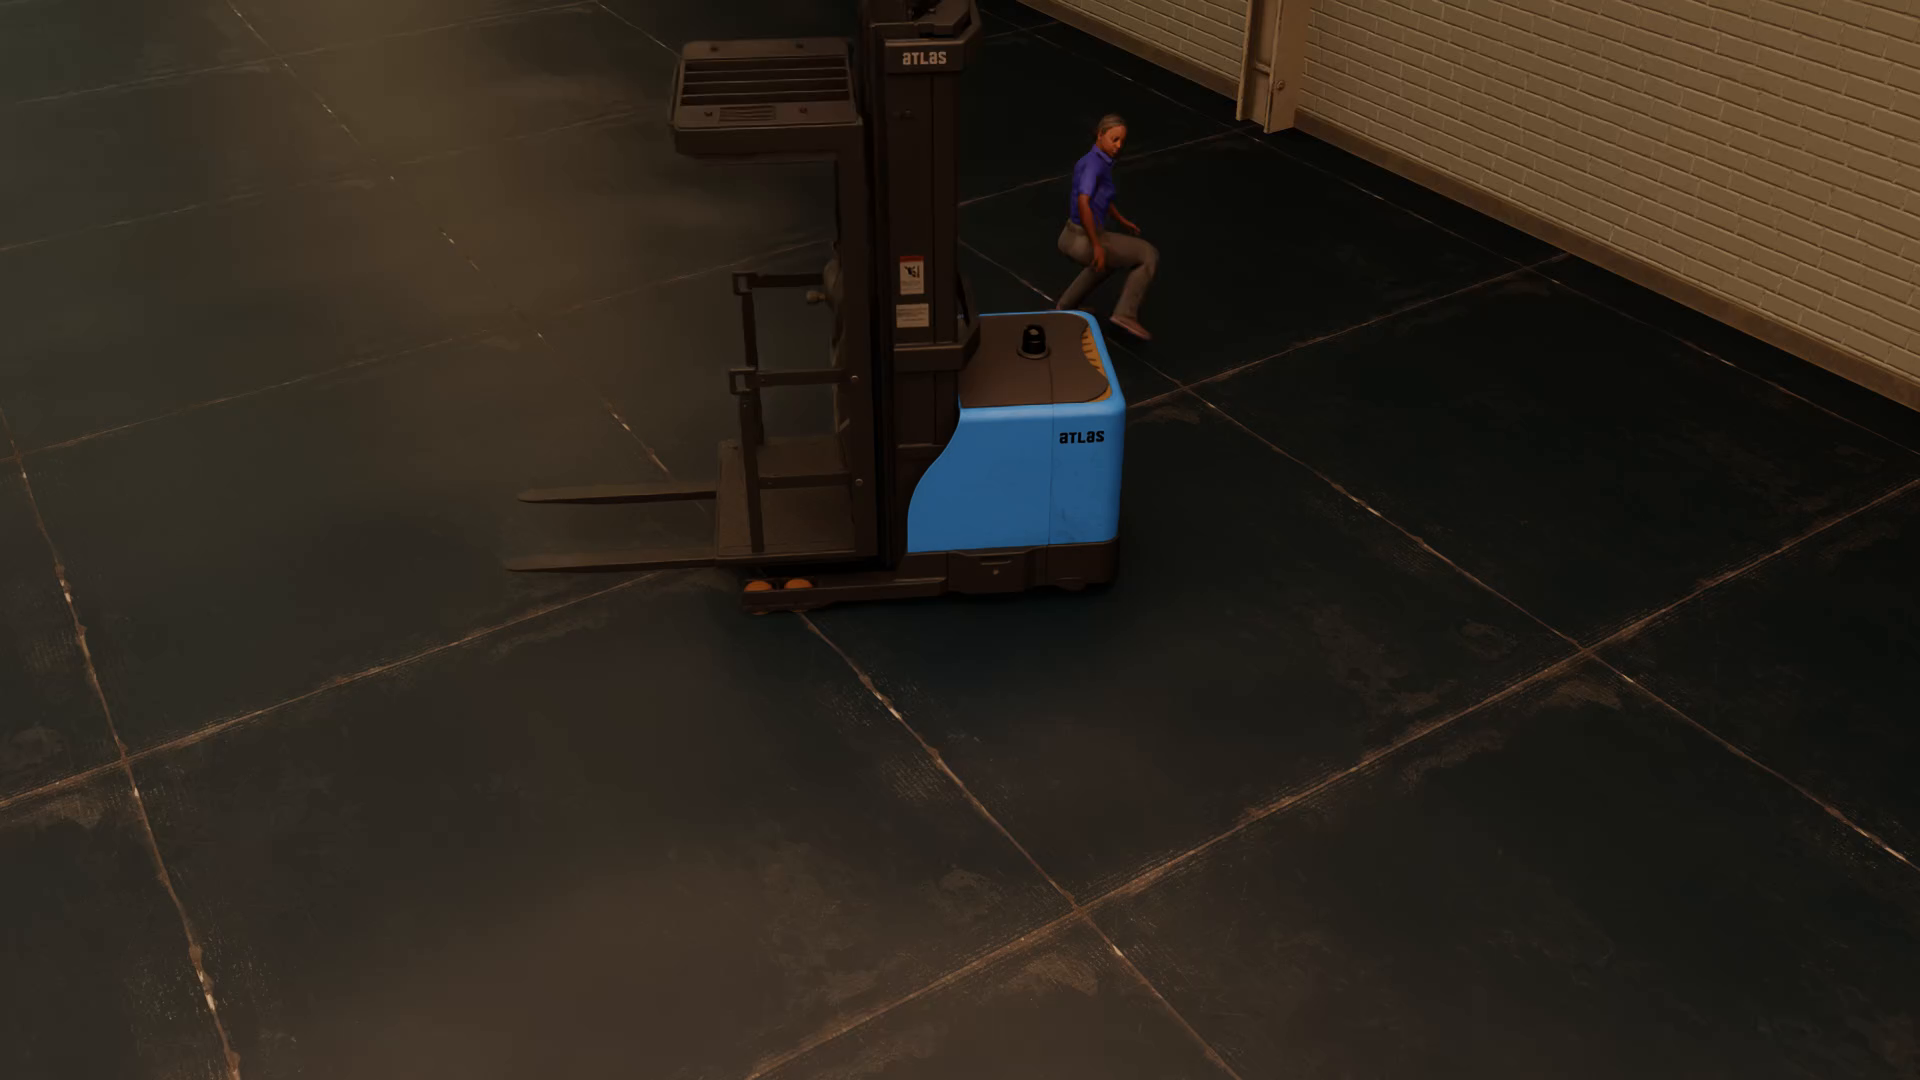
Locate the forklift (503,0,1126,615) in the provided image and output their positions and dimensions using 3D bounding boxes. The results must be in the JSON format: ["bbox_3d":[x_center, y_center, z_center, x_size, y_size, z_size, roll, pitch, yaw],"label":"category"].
[{"bbox_3d":[-0.755,-1.151,7.785,3.031,2.935,1.130,-3,35,-5],"label":"forklift"}]

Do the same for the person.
[{"bbox_3d":[0.912,-1.873,10.173,0.626,1.432,0.722,-9,36,-13],"label":"person"}]
